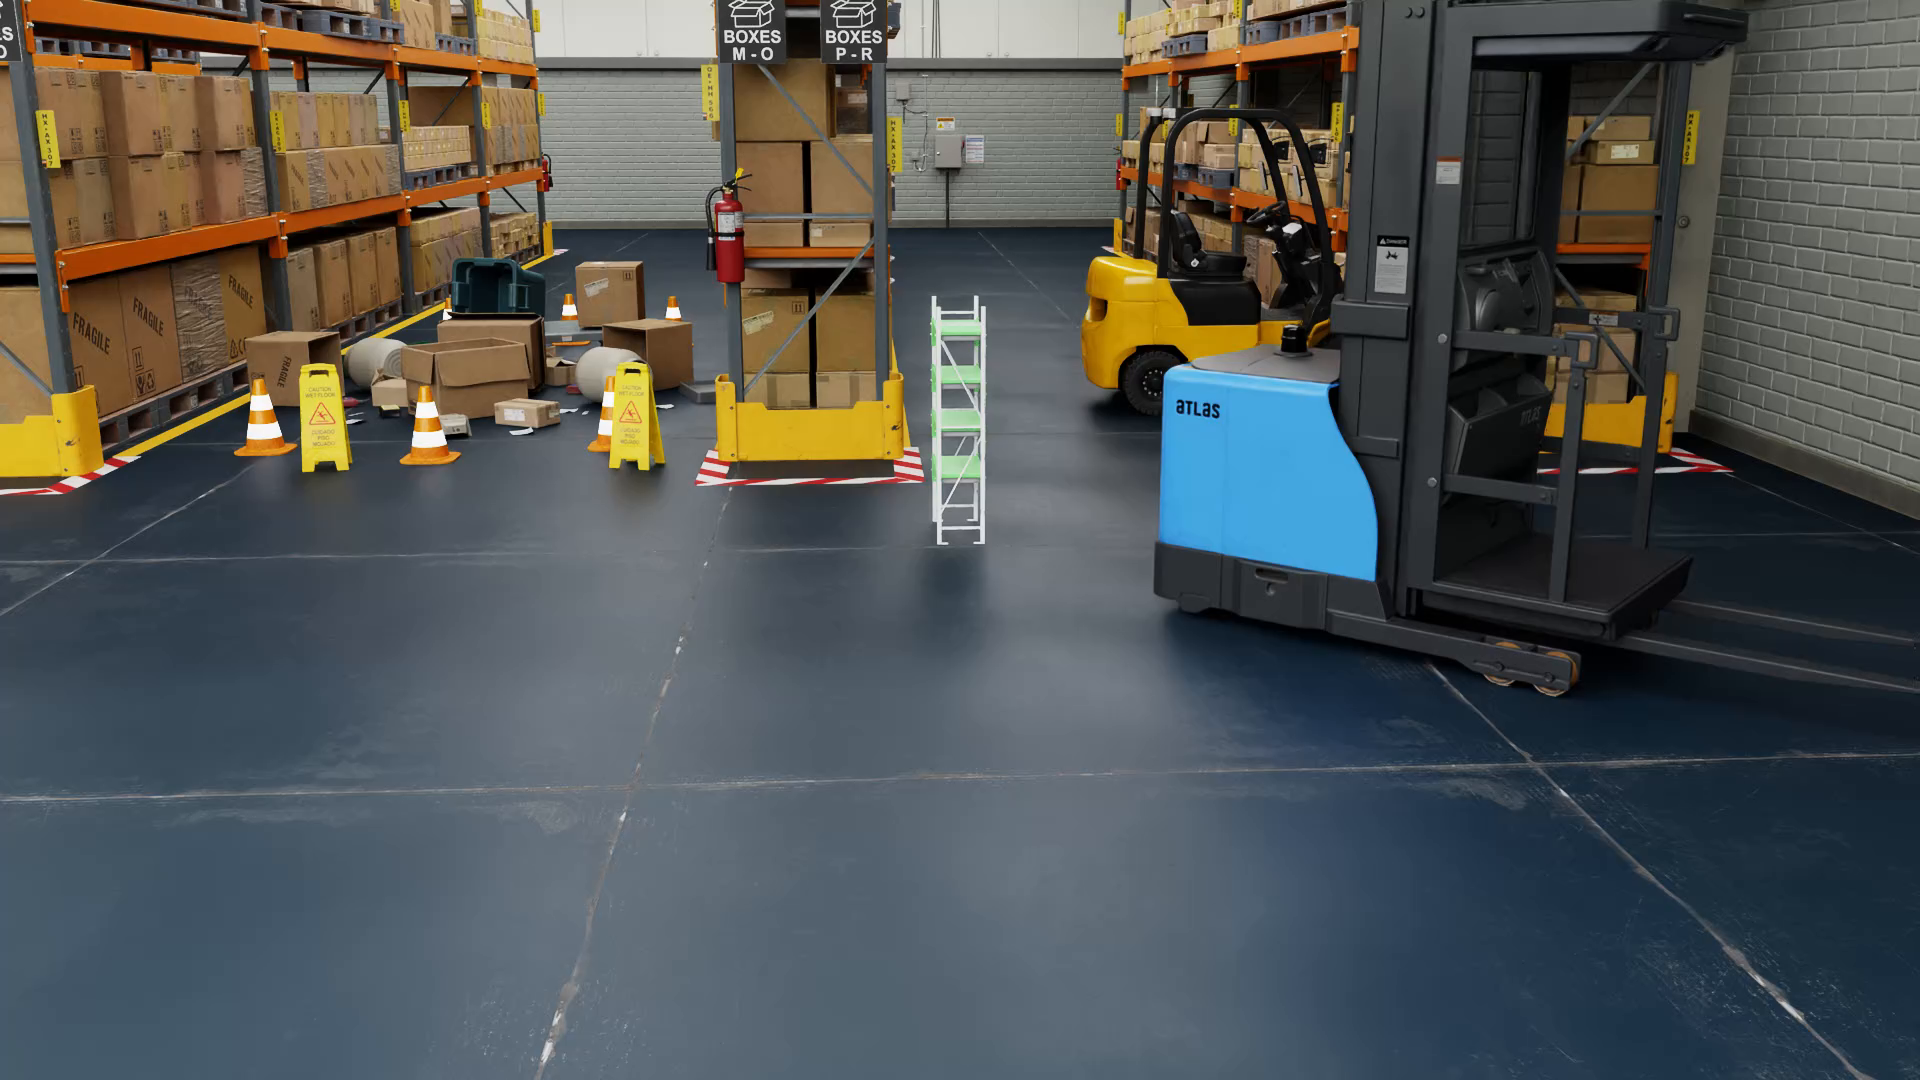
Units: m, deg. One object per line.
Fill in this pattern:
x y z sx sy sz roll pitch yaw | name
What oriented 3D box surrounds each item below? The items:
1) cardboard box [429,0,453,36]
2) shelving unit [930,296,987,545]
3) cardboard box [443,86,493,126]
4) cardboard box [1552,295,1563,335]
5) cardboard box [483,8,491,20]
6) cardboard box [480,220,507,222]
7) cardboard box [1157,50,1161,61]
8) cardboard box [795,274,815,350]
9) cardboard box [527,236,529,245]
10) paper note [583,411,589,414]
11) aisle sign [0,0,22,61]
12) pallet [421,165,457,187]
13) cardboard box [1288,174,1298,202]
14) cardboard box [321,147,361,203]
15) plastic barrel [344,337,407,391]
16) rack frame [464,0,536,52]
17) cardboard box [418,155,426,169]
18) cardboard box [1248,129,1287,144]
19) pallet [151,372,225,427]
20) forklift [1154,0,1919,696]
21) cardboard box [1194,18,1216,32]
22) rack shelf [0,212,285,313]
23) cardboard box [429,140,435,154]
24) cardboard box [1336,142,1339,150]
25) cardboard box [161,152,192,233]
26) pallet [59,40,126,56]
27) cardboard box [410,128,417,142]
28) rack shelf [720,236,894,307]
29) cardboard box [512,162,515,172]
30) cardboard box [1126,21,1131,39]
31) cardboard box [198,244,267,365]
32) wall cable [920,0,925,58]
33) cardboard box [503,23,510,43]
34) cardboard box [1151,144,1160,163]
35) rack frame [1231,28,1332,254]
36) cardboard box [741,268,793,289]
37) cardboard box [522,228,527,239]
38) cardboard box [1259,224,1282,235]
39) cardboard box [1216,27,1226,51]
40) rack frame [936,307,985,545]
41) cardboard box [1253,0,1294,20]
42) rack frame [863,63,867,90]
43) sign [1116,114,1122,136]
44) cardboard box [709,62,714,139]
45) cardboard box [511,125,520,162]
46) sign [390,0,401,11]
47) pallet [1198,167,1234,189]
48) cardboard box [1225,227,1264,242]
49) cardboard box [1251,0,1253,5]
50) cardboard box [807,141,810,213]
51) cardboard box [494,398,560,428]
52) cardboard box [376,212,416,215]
-6.709 -6.470 20.588 0.700 0.500 0.500 -1 14 -3 | cardboard box
-0.010 -0.622 8.537 0.258 1.200 0.503 -1 14 -3 | shelving unit
-6.407 -5.654 21.676 0.500 0.500 0.500 -1 14 -2 | cardboard box
3.670 -1.521 11.088 0.500 0.250 0.500 0 14 -2 | cardboard box
-6.425 -6.947 21.986 0.380 0.149 0.250 -1 14 -5 | cardboard box
-6.532 -4.388 23.245 0.380 0.149 0.250 -1 15 -6 | cardboard box
2.918 -6.645 22.817 0.380 0.149 0.250 -1 14 -4 | cardboard box
-1.314 -1.664 12.143 0.500 0.500 0.500 -1 14 -5 | cardboard box
-6.582 -4.421 24.569 0.380 0.149 0.250 -1 14 -4 | cardboard box
-2.727 -0.927 12.110 0.032 0.001 0.123 -1 14 -3 | paper note
-5.575 -3.123 9.426 0.394 0.787 0.004 -1 14 -3 | aisle sign
-6.538 -4.265 19.468 1.003 0.211 1.213 -1 14 -3 | pallet
3.432 -3.348 15.820 0.500 0.250 0.500 -1 14 -3 | cardboard box
-5.982 -3.431 15.641 0.500 0.500 0.500 -1 14 -3 | cardboard box
-4.525 -1.365 12.983 0.512 0.421 0.421 10 18 35 | plastic barrel
-6.870 -8.761 24.518 1.000 3.000 0.127 -1 14 -3 | rack frame
-6.253 -4.263 18.737 0.380 0.149 0.250 0 14 -1 | cardboard box
3.257 -4.258 17.552 0.380 0.149 0.250 -1 14 -2 | cardboard box
-6.079 -1.026 12.092 1.003 0.211 1.213 -1 14 -3 | pallet
2.325 -0.982 6.460 3.031 2.935 1.130 11 18 37 | forklift
3.008 -6.161 19.891 0.380 0.149 0.250 -1 14 -2 | cardboard box
-6.003 -2.026 11.823 1.077 0.370 4.000 -1 14 -3 | rack shelf
-6.285 -4.536 19.199 0.380 0.149 0.250 -1 14 -4 | cardboard box
3.519 -3.495 14.586 0.380 0.149 0.250 0 14 -2 | cardboard box
-5.986 -2.450 11.726 0.875 0.550 0.500 -1 14 -3 | cardboard box
-11.619 -6.423 21.628 1.003 0.211 1.213 -1 14 -3 | pallet
-6.240 -4.482 18.393 0.380 0.149 0.250 -1 14 -4 | cardboard box
-1.068 -2.127 12.218 1.077 0.370 4.000 -1 14 -3 | rack shelf
-6.576 -5.336 23.748 0.380 0.149 0.250 -1 15 -6 | cardboard box
2.795 -7.687 25.063 0.500 0.250 0.500 -1 14 -4 | cardboard box
-6.158 -1.888 13.267 0.875 0.875 0.875 -1 14 -3 | cardboard box
-1.819 -10.284 30.437 2.355 3.000 0.029 -1 14 -3 | wall cable
-6.506 -6.987 22.940 0.500 0.250 0.500 -2 15 -6 | cardboard box
2.945 -5.359 23.038 0.500 0.250 0.500 -1 14 -3 | cardboard box
3.514 -4.045 18.229 1.000 3.000 0.127 -1 14 -3 | rack frame
-1.344 -1.813 11.420 0.380 0.149 0.250 0 14 -2 | cardboard box
-6.474 -4.438 24.037 0.380 0.149 0.250 -1 14 -3 | cardboard box
3.707 -3.614 19.424 0.380 0.149 0.250 -1 14 -3 | cardboard box
3.208 -5.674 18.841 0.500 0.250 0.500 -1 14 -3 | cardboard box
0.005 -0.562 8.301 0.240 1.200 0.015 -1 14 -3 | rack frame
3.315 -5.614 17.063 0.500 0.500 0.500 -1 14 -3 | cardboard box
-1.440 -3.968 17.928 1.000 3.000 0.127 -1 14 -3 | rack frame
2.476 -6.446 25.821 0.100 0.325 0.005 -1 14 -3 | sign
-1.352 -3.030 11.478 0.700 0.500 0.500 -1 14 -4 | cardboard box
-6.497 -5.562 23.327 0.500 0.500 0.500 0 14 -1 | cardboard box
-5.820 -5.614 17.110 0.100 0.325 0.005 -1 14 -3 | sign
3.402 -4.120 18.904 1.213 0.211 1.003 -1 14 -3 | pallet
3.230 -3.471 18.870 0.380 0.149 0.250 -2 15 -6 | cardboard box
3.197 -5.843 18.102 0.380 0.149 0.250 0 14 -2 | cardboard box
-1.307 -2.550 11.622 0.500 0.500 0.500 -1 14 -4 | cardboard box
-3.042 -0.892 11.695 0.380 0.149 0.250 7 16 26 | cardboard box
-6.778 -3.770 19.827 0.500 0.250 0.500 0 14 -1 | cardboard box
